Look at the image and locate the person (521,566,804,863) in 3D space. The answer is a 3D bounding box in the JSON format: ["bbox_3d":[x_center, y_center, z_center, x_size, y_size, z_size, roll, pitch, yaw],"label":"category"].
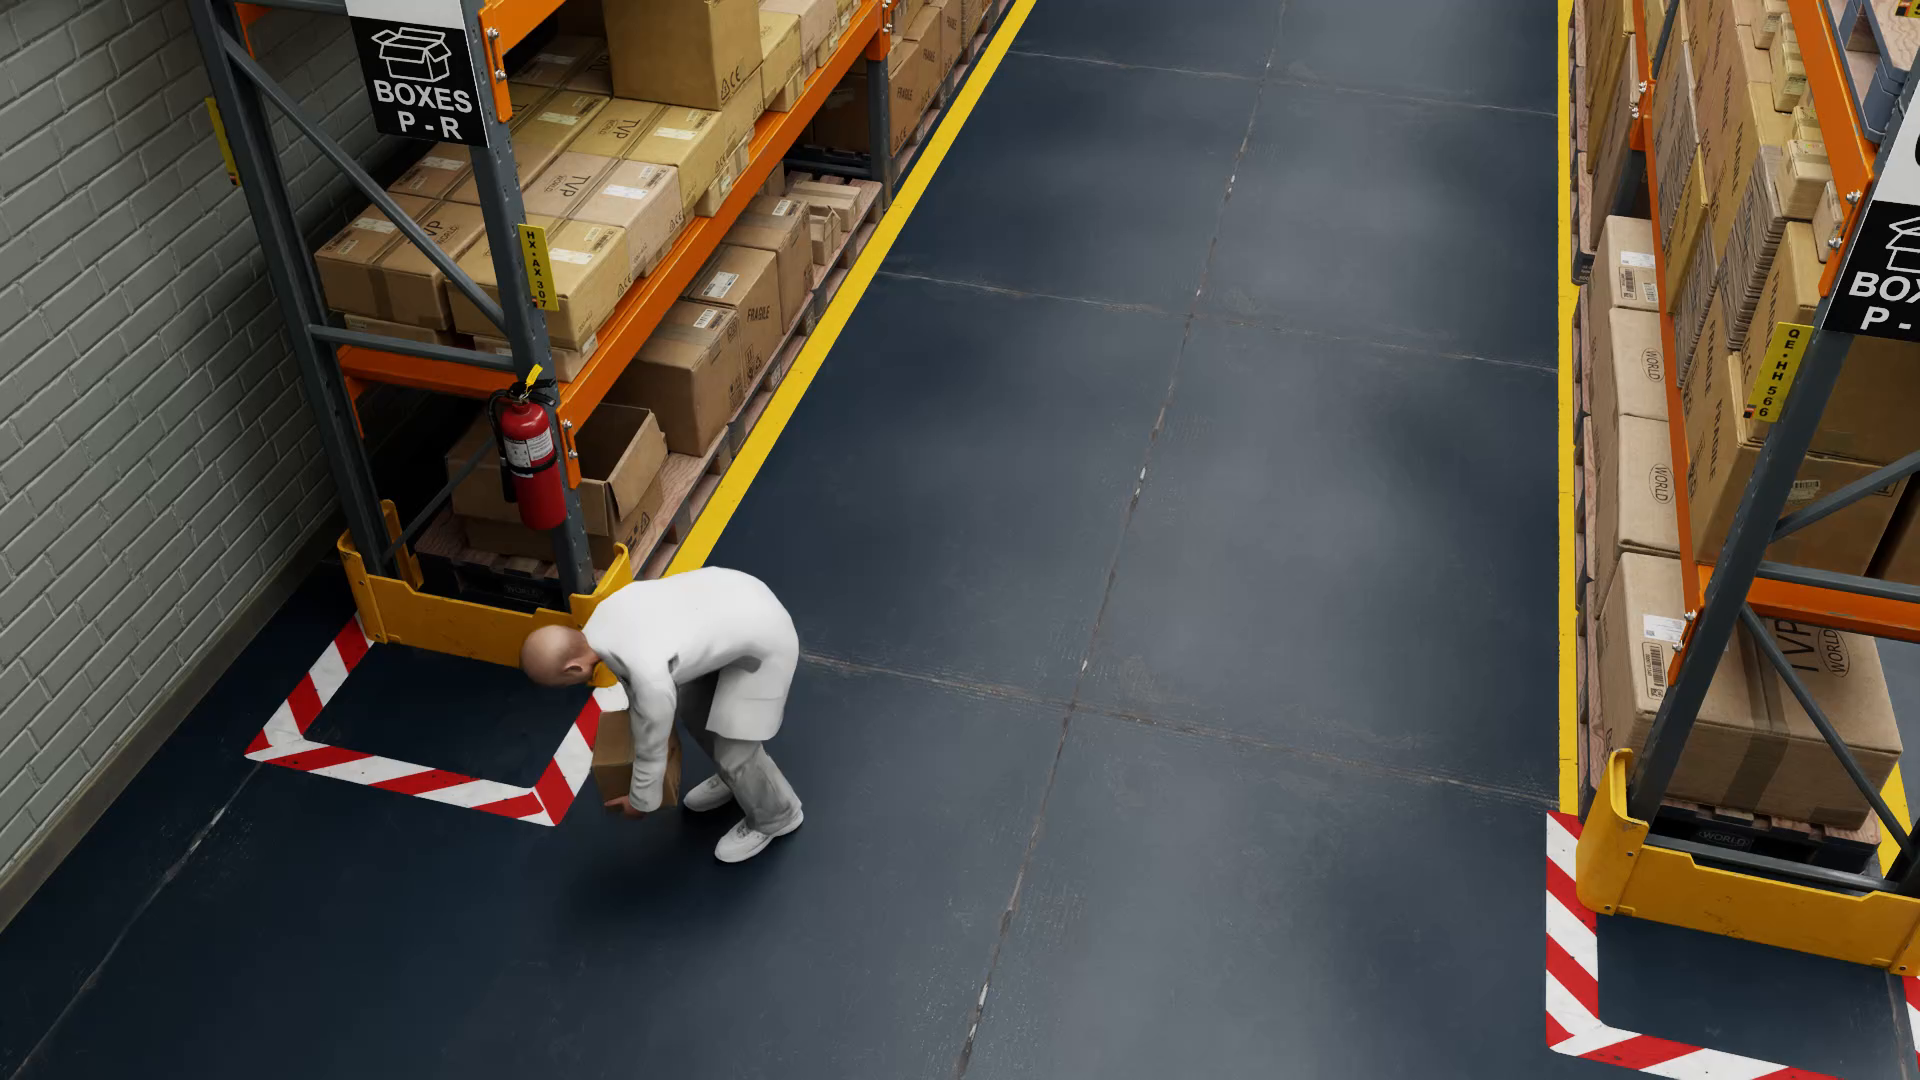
[{"bbox_3d":[-0.996,0.645,5.822,0.931,1.249,0.560,-23,45,-24],"label":"person"}]
